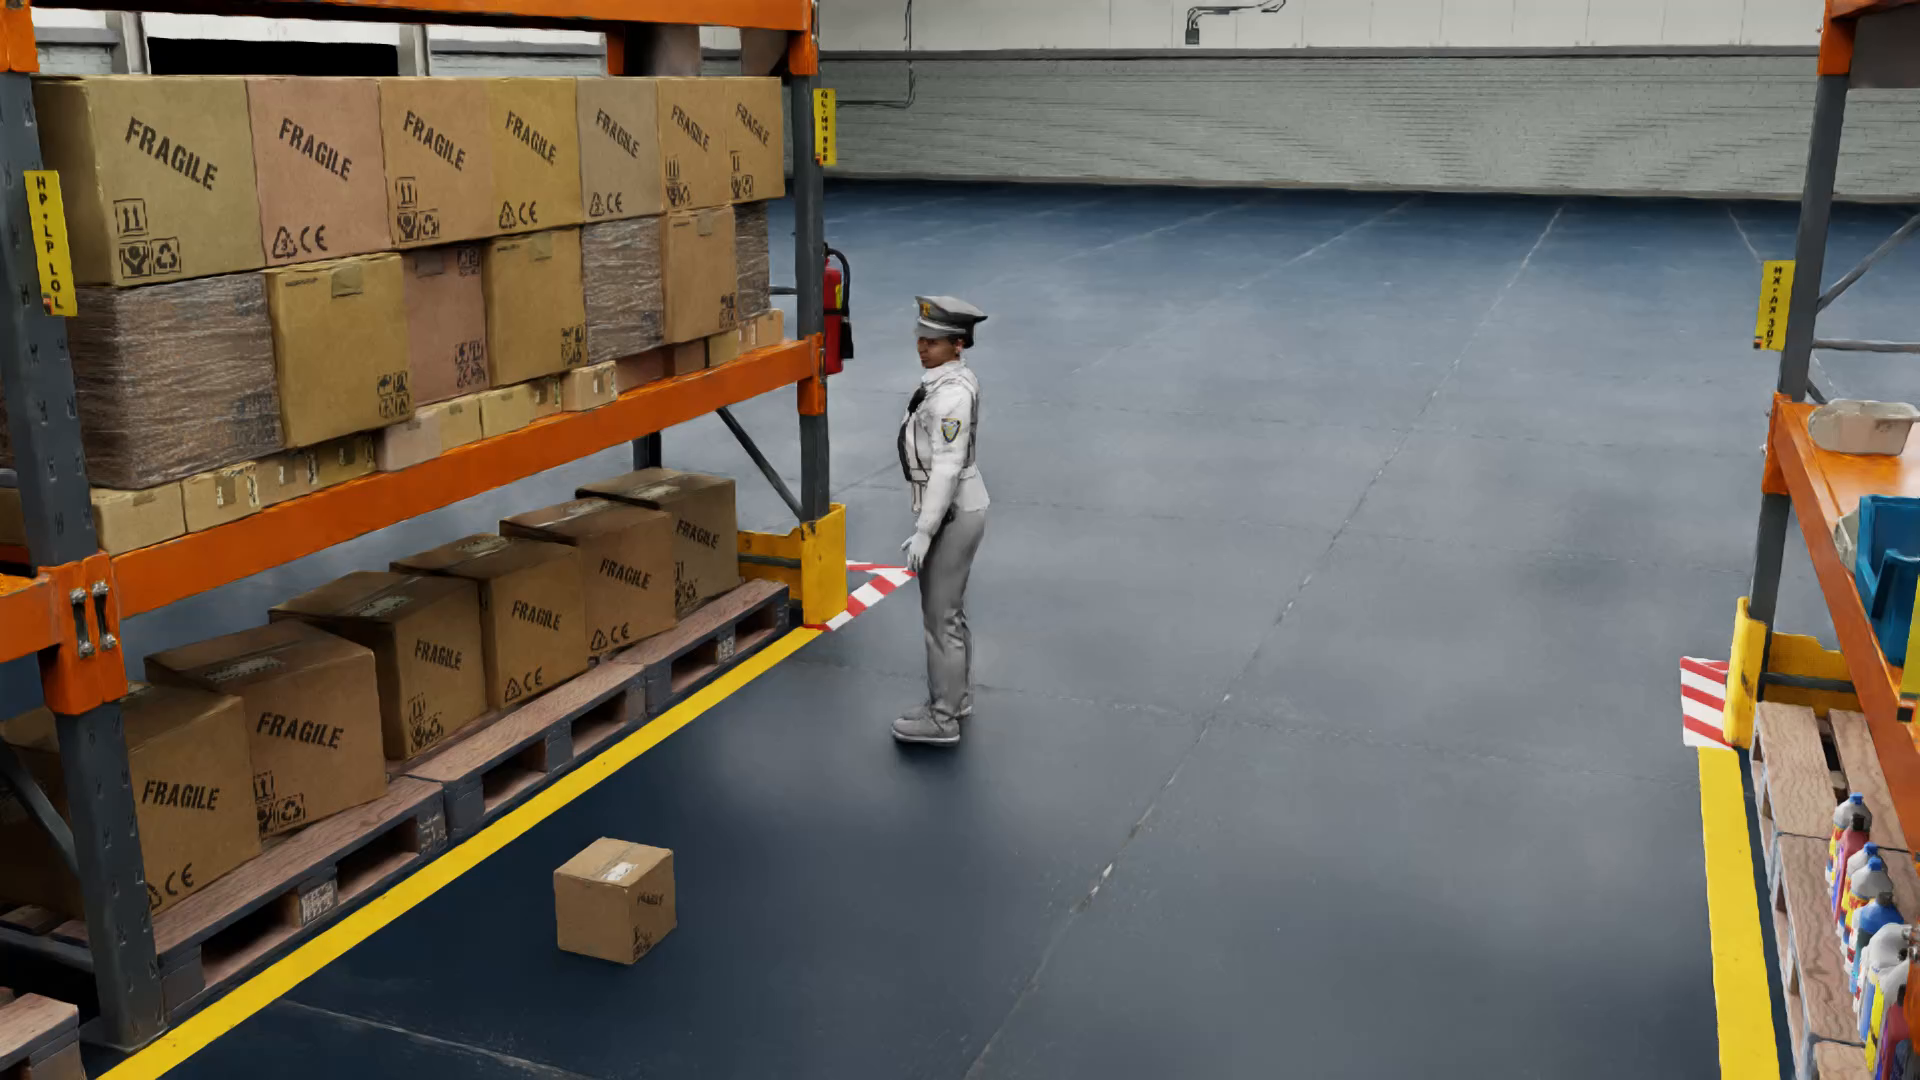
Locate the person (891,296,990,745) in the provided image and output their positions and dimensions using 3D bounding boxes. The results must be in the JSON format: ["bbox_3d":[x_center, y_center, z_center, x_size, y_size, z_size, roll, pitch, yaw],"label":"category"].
[{"bbox_3d":[-0.075,-0.050,6.190,0.375,1.720,0.531,0,16,1],"label":"person"}]
